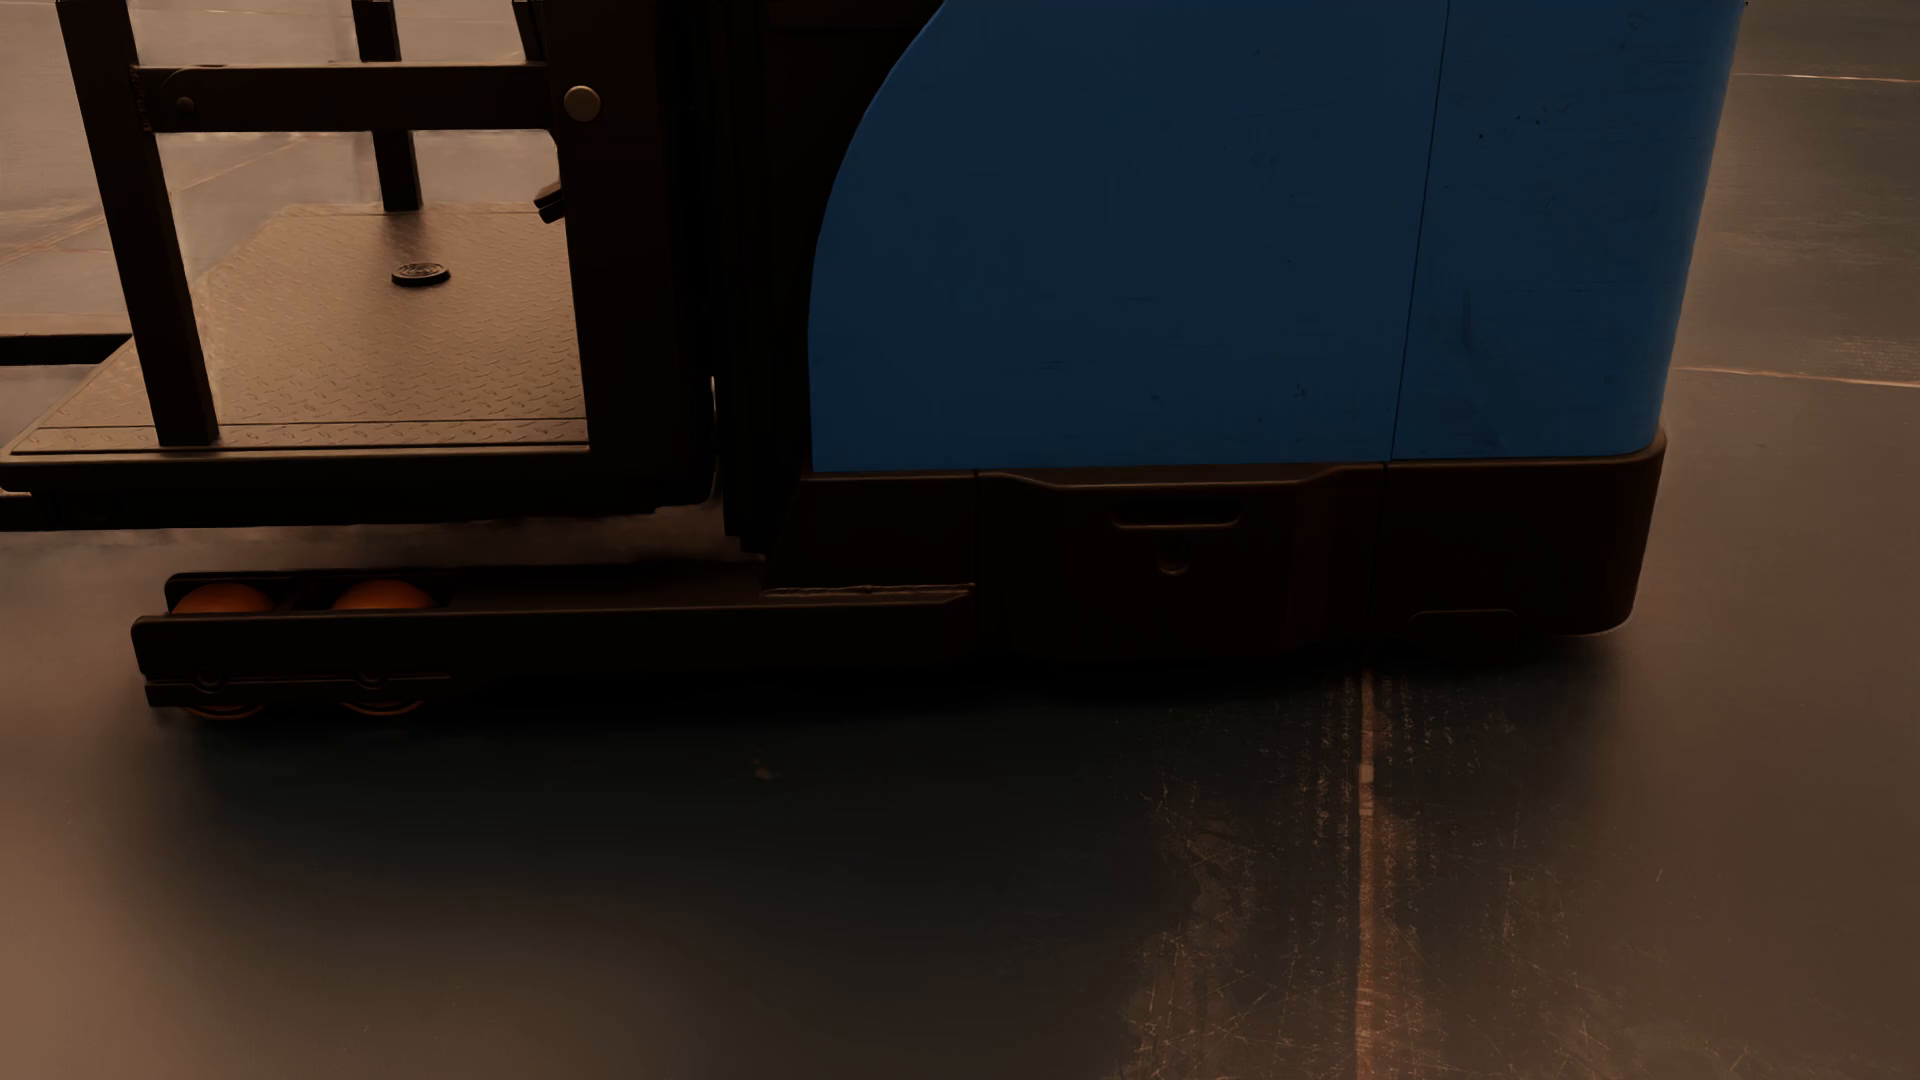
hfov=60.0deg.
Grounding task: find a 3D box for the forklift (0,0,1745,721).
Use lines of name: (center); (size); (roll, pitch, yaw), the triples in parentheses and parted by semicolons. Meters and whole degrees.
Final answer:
forklift: (-0.651, -1.330, 1.882); (3.031, 2.935, 1.130); (-1, 27, -2)
